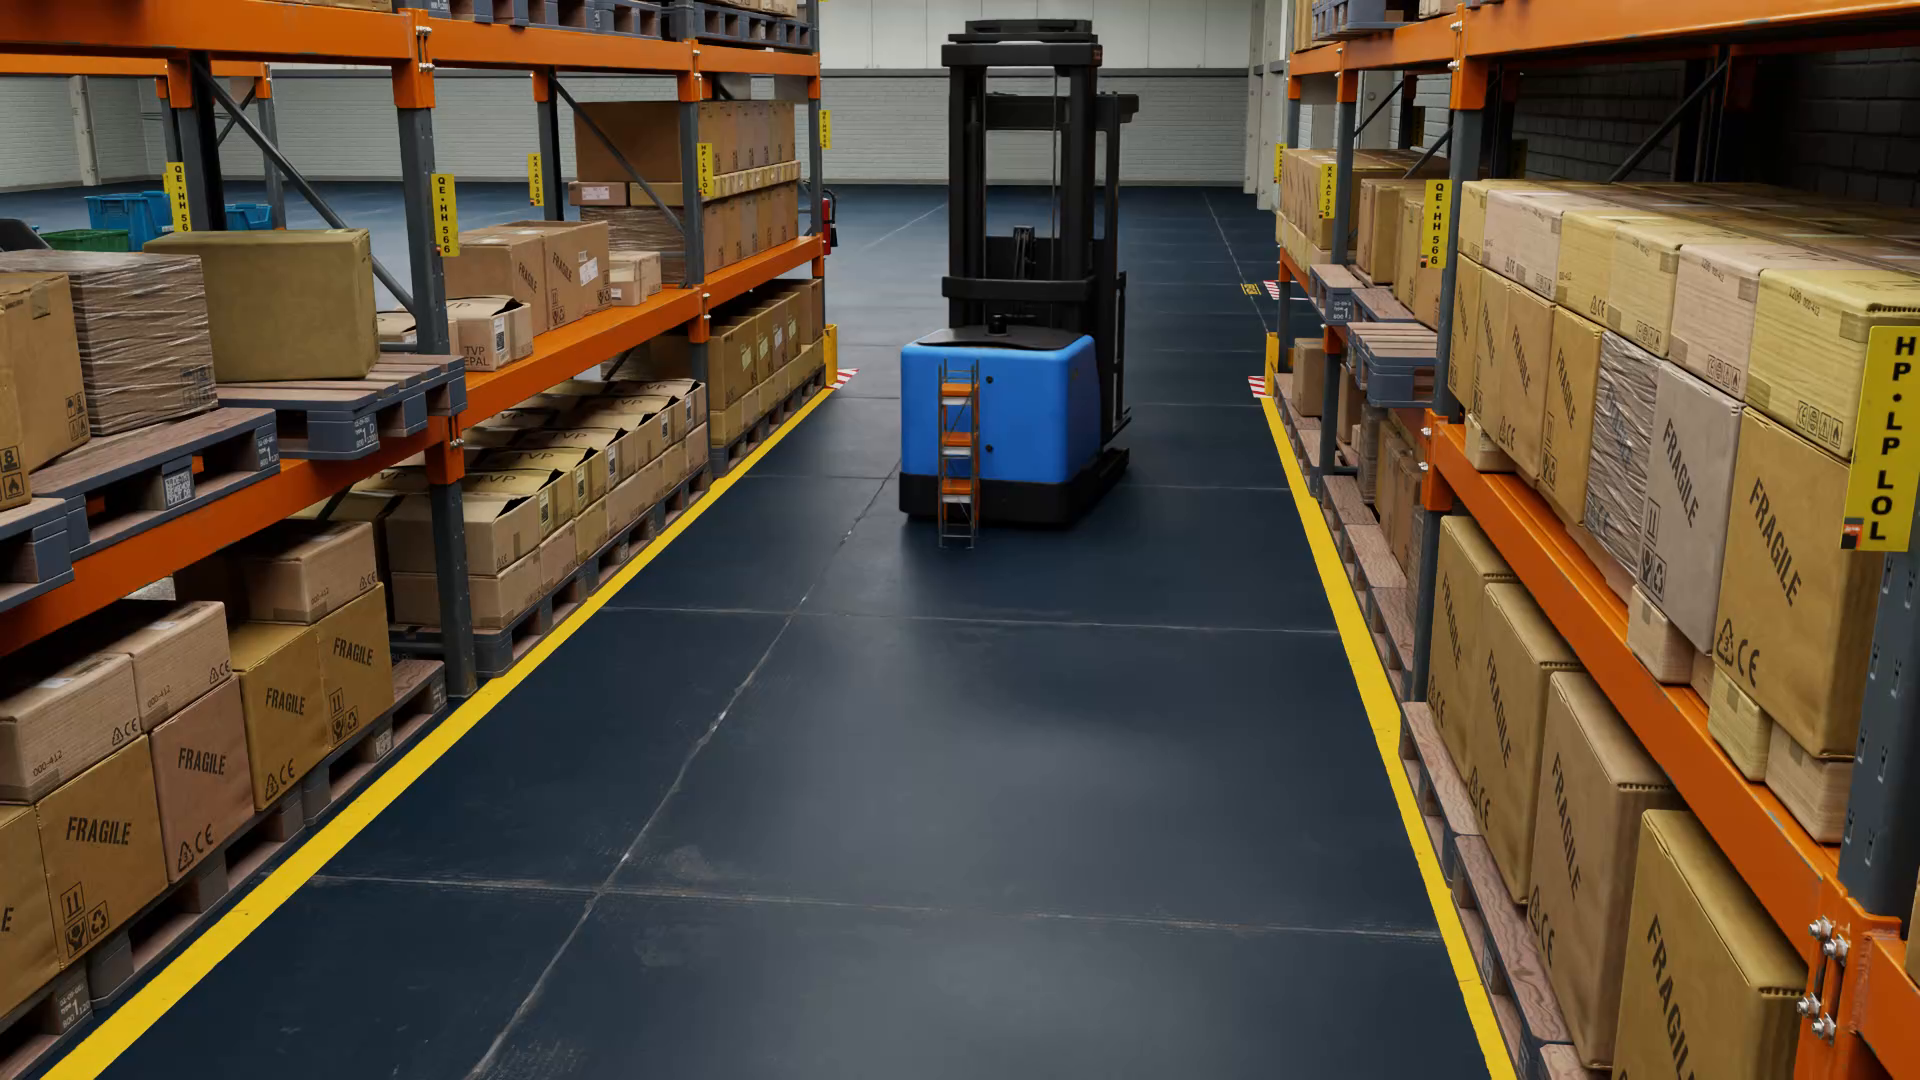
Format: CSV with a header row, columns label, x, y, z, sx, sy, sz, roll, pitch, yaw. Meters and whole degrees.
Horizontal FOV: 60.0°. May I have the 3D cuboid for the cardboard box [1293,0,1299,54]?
label,x,y,z,sx,sy,sz,roll,pitch,yaw
cardboard box,2.939,-4.147,13.274,0.500,0.500,0.500,2,15,8

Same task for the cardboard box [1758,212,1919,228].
label,x,y,z,sx,sy,sz,roll,pitch,yaw
cardboard box,2.349,-0.684,4.209,0.500,0.250,0.500,1,15,5

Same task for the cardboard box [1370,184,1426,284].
label,x,y,z,sx,sy,sz,roll,pitch,yaw
cardboard box,2.612,-1.668,9.048,0.700,0.500,0.500,3,15,12

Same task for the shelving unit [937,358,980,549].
label,x,y,z,sx,sy,sz,roll,pitch,yaw
shelving unit,-0.006,-0.493,9.474,0.215,1.050,0.252,2,15,6

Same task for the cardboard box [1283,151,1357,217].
label,x,y,z,sx,sy,sz,roll,pitch,yaw
cardboard box,2.807,-2.776,12.996,0.500,0.500,0.500,2,15,6

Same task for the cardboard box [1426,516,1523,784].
label,x,y,z,sx,sy,sz,roll,pitch,yaw
cardboard box,2.109,0.377,5.836,0.750,0.750,0.750,1,15,6

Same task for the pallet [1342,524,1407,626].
label,x,y,z,sx,sy,sz,roll,pitch,yaw
pallet,2.552,0.183,8.582,1.003,0.211,1.213,2,15,6

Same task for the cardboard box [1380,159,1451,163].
label,x,y,z,sx,sy,sz,roll,pitch,yaw
cardboard box,3.158,-2.361,11.458,0.500,0.500,0.500,2,15,8

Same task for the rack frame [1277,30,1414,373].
label,x,y,z,sx,sy,sz,roll,pitch,yaw
rack frame,3.225,-2.720,13.975,1.000,3.000,0.127,2,15,6

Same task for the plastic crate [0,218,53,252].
label,x,y,z,sx,sy,sz,roll,pitch,yaw
plastic crate,-6.885,-2.076,11.714,0.767,0.338,0.504,2,15,6

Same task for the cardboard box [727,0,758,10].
label,x,y,z,sx,sy,sz,roll,pitch,yaw
cardboard box,-1.838,-4.019,11.762,0.797,0.503,0.637,3,16,12

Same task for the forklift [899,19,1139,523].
label,x,y,z,sx,sy,sz,roll,pitch,yaw
forklift,0.532,-1.853,10.901,1.130,2.935,3.031,4,16,15

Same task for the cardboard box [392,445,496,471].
label,x,y,z,sx,sy,sz,roll,pitch,yaw
cardboard box,-2.674,-0.345,8.581,0.500,0.311,0.500,2,15,6

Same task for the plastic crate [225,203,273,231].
label,x,y,z,sx,sy,sz,roll,pitch,yaw
plastic crate,-6.378,-2.801,14.561,0.499,0.251,0.616,2,15,6

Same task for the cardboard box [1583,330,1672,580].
label,x,y,z,sx,sy,sz,roll,pitch,yaw
cardboard box,1.785,-0.199,3.852,0.500,0.500,0.500,2,15,6

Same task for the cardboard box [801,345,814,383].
label,x,y,z,sx,sy,sz,roll,pitch,yaw
cardboard box,-1.509,-1.463,13.787,0.500,0.250,0.500,2,15,6

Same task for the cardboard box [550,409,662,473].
label,x,y,z,sx,sy,sz,roll,pitch,yaw
cardboard box,-2.021,-0.596,9.507,0.500,0.311,0.500,2,15,6

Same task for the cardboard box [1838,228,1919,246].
label,x,y,z,sx,sy,sz,roll,pitch,yaw
cardboard box,2.286,-0.549,3.709,0.500,0.250,0.500,1,15,4

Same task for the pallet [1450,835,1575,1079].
label,x,y,z,sx,sy,sz,roll,pitch,yaw
pallet,2.018,1.219,4.751,1.003,0.211,1.213,2,15,6

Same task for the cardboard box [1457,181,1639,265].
label,x,y,z,sx,sy,sz,roll,pitch,yaw
cardboard box,2.011,-1.091,5.714,0.500,0.250,0.500,2,15,8

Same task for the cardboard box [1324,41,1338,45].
label,x,y,z,sx,sy,sz,roll,pitch,yaw
cardboard box,2.655,-3.458,10.726,0.500,0.500,0.500,0,15,2

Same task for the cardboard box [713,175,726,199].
label,x,y,z,sx,sy,sz,roll,pitch,yaw
cardboard box,-1.842,-2.453,11.553,0.380,0.149,0.250,2,15,6

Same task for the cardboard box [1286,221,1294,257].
label,x,y,z,sx,sy,sz,roll,pitch,yaw
cardboard box,2.747,-2.273,12.571,0.500,0.250,0.500,1,15,5

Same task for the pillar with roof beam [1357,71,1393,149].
label,x,y,z,sx,sy,sz,roll,pitch,yaw
pillar with roof beam,0.405,-7.092,18.650,9.100,9.000,0.400,2,15,6

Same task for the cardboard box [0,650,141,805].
label,x,y,z,sx,sy,sz,roll,pitch,yaw
cardboard box,-2.642,0.502,4.568,0.500,0.250,0.500,2,15,6

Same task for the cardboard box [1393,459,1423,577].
label,x,y,z,sx,sy,sz,roll,pitch,yaw
cardboard box,2.553,-0.099,8.228,0.700,0.500,0.500,2,15,6

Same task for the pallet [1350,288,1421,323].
label,x,y,z,sx,sy,sz,roll,pitch,yaw
pallet,2.505,-1.067,8.230,1.003,0.211,1.213,2,15,6

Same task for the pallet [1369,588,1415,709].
label,x,y,z,sx,sy,sz,roll,pitch,yaw
pallet,2.412,0.498,7.415,1.003,0.211,1.213,2,15,6

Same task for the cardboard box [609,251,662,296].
label,x,y,z,sx,sy,sz,roll,pitch,yaw
cardboard box,-2.161,-1.626,10.217,0.500,0.250,0.500,3,15,10

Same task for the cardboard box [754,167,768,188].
label,x,y,z,sx,sy,sz,roll,pitch,yaw
cardboard box,-1.696,-2.786,12.784,0.380,0.149,0.250,2,15,8

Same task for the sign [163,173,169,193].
label,x,y,z,sx,sy,sz,roll,pitch,yaw
sign,-7.165,-3.163,15.082,0.100,0.325,0.005,2,15,6

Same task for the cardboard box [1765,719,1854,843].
label,x,y,z,sx,sy,sz,roll,pitch,yaw
cardboard box,1.628,0.408,2.850,0.380,0.149,0.250,2,15,7

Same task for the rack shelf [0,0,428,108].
label,x,y,z,sx,sy,sz,roll,pitch,yaw
rack shelf,-2.826,-1.372,4.622,1.077,0.370,4.000,2,15,6

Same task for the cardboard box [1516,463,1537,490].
label,x,y,z,sx,sy,sz,roll,pitch,yaw
cardboard box,1.998,-0.255,5.300,0.380,0.149,0.250,2,15,6

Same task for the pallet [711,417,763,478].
label,x,y,z,sx,sy,sz,roll,pitch,yaw
pallet,-2.018,-0.687,11.796,1.003,0.211,1.213,2,15,6

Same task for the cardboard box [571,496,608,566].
label,x,y,z,sx,sy,sz,roll,pitch,yaw
cardboard box,-2.141,-0.058,8.593,0.500,0.250,0.500,1,15,5

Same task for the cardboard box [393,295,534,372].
label,x,y,z,sx,sy,sz,roll,pitch,yaw
cardboard box,-2.307,-0.973,7.686,0.500,0.311,0.500,2,15,6

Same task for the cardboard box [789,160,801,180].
label,x,y,z,sx,sy,sz,roll,pitch,yaw
cardboard box,-1.551,-3.122,14.026,0.380,0.149,0.250,1,15,5

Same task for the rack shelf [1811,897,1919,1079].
label,x,y,z,sx,sy,sz,roll,pitch,yaw
rack shelf,1.645,1.258,0.640,1.077,0.370,4.000,2,15,6

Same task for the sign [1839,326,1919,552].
label,x,y,z,sx,sy,sz,roll,pitch,yaw
sign,1.331,-0.142,2.374,0.100,0.325,0.005,2,15,6

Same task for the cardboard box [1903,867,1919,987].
label,x,y,z,sx,sy,sz,roll,pitch,yaw
cardboard box,1.793,0.388,1.907,0.980,0.700,0.700,2,15,7

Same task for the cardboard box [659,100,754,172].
label,x,y,z,sx,sy,sz,roll,pitch,yaw
cardboard box,-1.935,-3.008,12.362,0.700,0.500,0.500,2,15,6

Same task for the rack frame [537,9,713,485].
label,x,y,z,sx,sy,sz,roll,pitch,yaw
rack frame,-2.149,-1.828,10.674,1.000,3.000,0.127,2,15,6

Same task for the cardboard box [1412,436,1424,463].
label,x,y,z,sx,sy,sz,roll,pitch,yaw
cardboard box,2.531,-0.481,8.203,0.500,0.250,0.500,2,15,6

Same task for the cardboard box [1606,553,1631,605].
label,x,y,z,sx,sy,sz,roll,pitch,yaw
cardboard box,1.815,0.080,4.064,0.380,0.149,0.250,1,15,5

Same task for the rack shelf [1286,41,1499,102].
label,x,y,z,sx,sy,sz,roll,pitch,yaw
rack shelf,2.999,-3.302,11.759,1.077,0.370,4.000,2,15,6

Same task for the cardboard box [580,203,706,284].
label,x,y,z,sx,sy,sz,roll,pitch,yaw
cardboard box,-2.105,-1.991,11.087,0.700,0.500,0.500,1,15,5

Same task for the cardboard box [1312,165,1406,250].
label,x,y,z,sx,sy,sz,roll,pitch,yaw
cardboard box,2.520,-2.114,10.544,0.500,0.500,0.500,2,15,6

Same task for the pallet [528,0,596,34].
label,x,y,z,sx,sy,sz,roll,pitch,yaw
pallet,-2.489,-2.616,8.204,1.003,0.211,1.213,2,15,9

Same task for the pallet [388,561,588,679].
label,x,y,z,sx,sy,sz,roll,pitch,yaw
pallet,-2.469,0.344,7.987,1.003,0.211,1.213,2,15,6

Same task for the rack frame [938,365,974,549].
label,x,y,z,sx,sy,sz,roll,pitch,yaw
rack frame,-0.020,-0.461,9.357,0.200,1.050,0.008,2,15,6

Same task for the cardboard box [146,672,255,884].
label,x,y,z,sx,sy,sz,roll,pitch,yaw
cardboard box,-2.584,0.724,5.183,0.500,0.500,0.500,1,15,4

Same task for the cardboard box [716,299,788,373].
label,x,y,z,sx,sy,sz,roll,pitch,yaw
cardboard box,-1.618,-1.565,12.730,0.500,0.500,0.500,2,15,6

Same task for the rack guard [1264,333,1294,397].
label,x,y,z,sx,sy,sz,roll,pitch,yaw
rack guard,3.216,-1.494,14.228,1.175,0.500,0.348,2,15,6

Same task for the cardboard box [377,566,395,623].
label,x,y,z,sx,sy,sz,roll,pitch,yaw
cardboard box,-2.783,0.191,7.673,0.500,0.250,0.500,2,15,8

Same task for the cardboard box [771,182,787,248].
label,x,y,z,sx,sy,sz,roll,pitch,yaw
cardboard box,-1.817,-2.656,13.547,0.700,0.500,0.500,2,15,8

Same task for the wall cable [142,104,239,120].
label,x,y,z,sx,sy,sz,roll,pitch,yaw
wall cable,-22.262,-13.344,47.719,3.097,2.526,0.112,2,15,6

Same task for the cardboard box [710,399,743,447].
label,x,y,z,sx,sy,sz,roll,pitch,yaw
cardboard box,-1.795,-0.814,11.390,0.500,0.250,0.500,2,15,6
